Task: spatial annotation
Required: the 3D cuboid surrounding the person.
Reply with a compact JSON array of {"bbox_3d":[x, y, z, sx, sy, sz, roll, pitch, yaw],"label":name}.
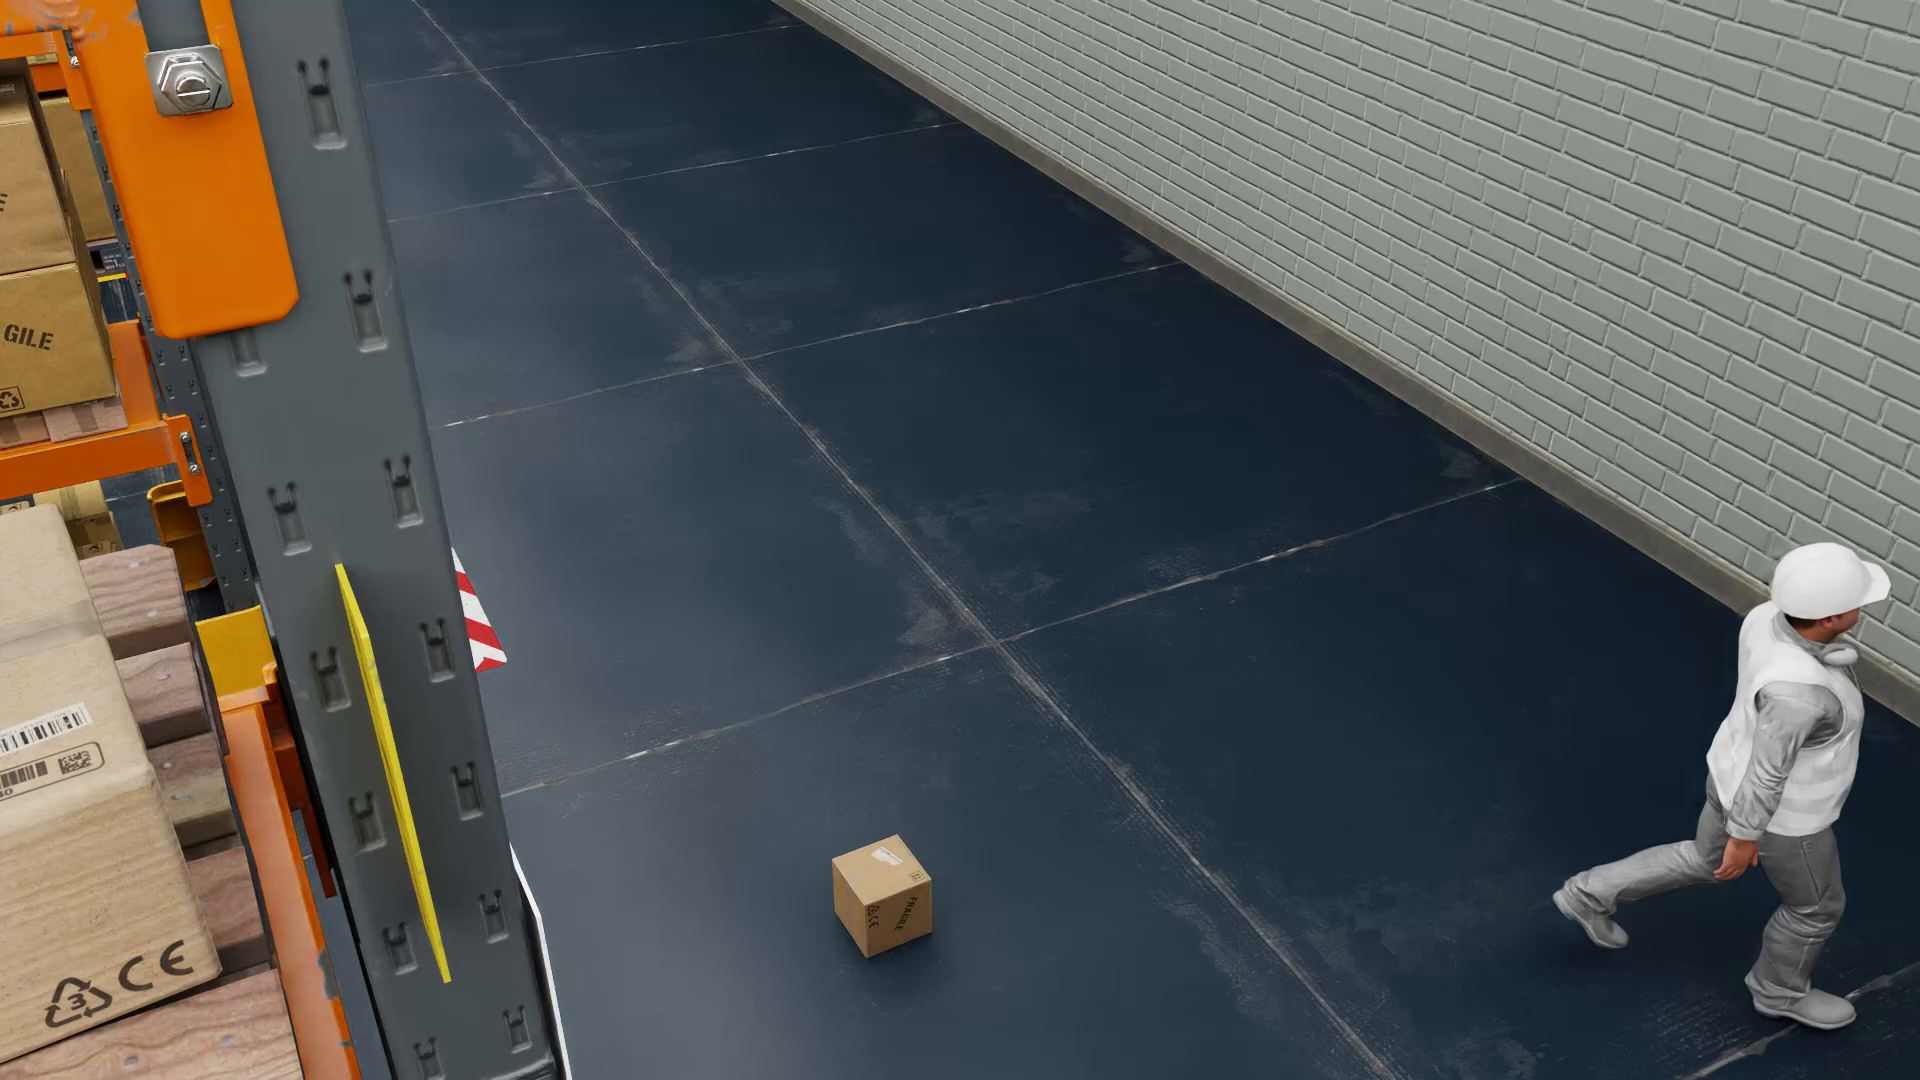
[{"bbox_3d":[2.402,0.726,4.991,0.934,1.734,0.543,5,33,8],"label":"person"}]
